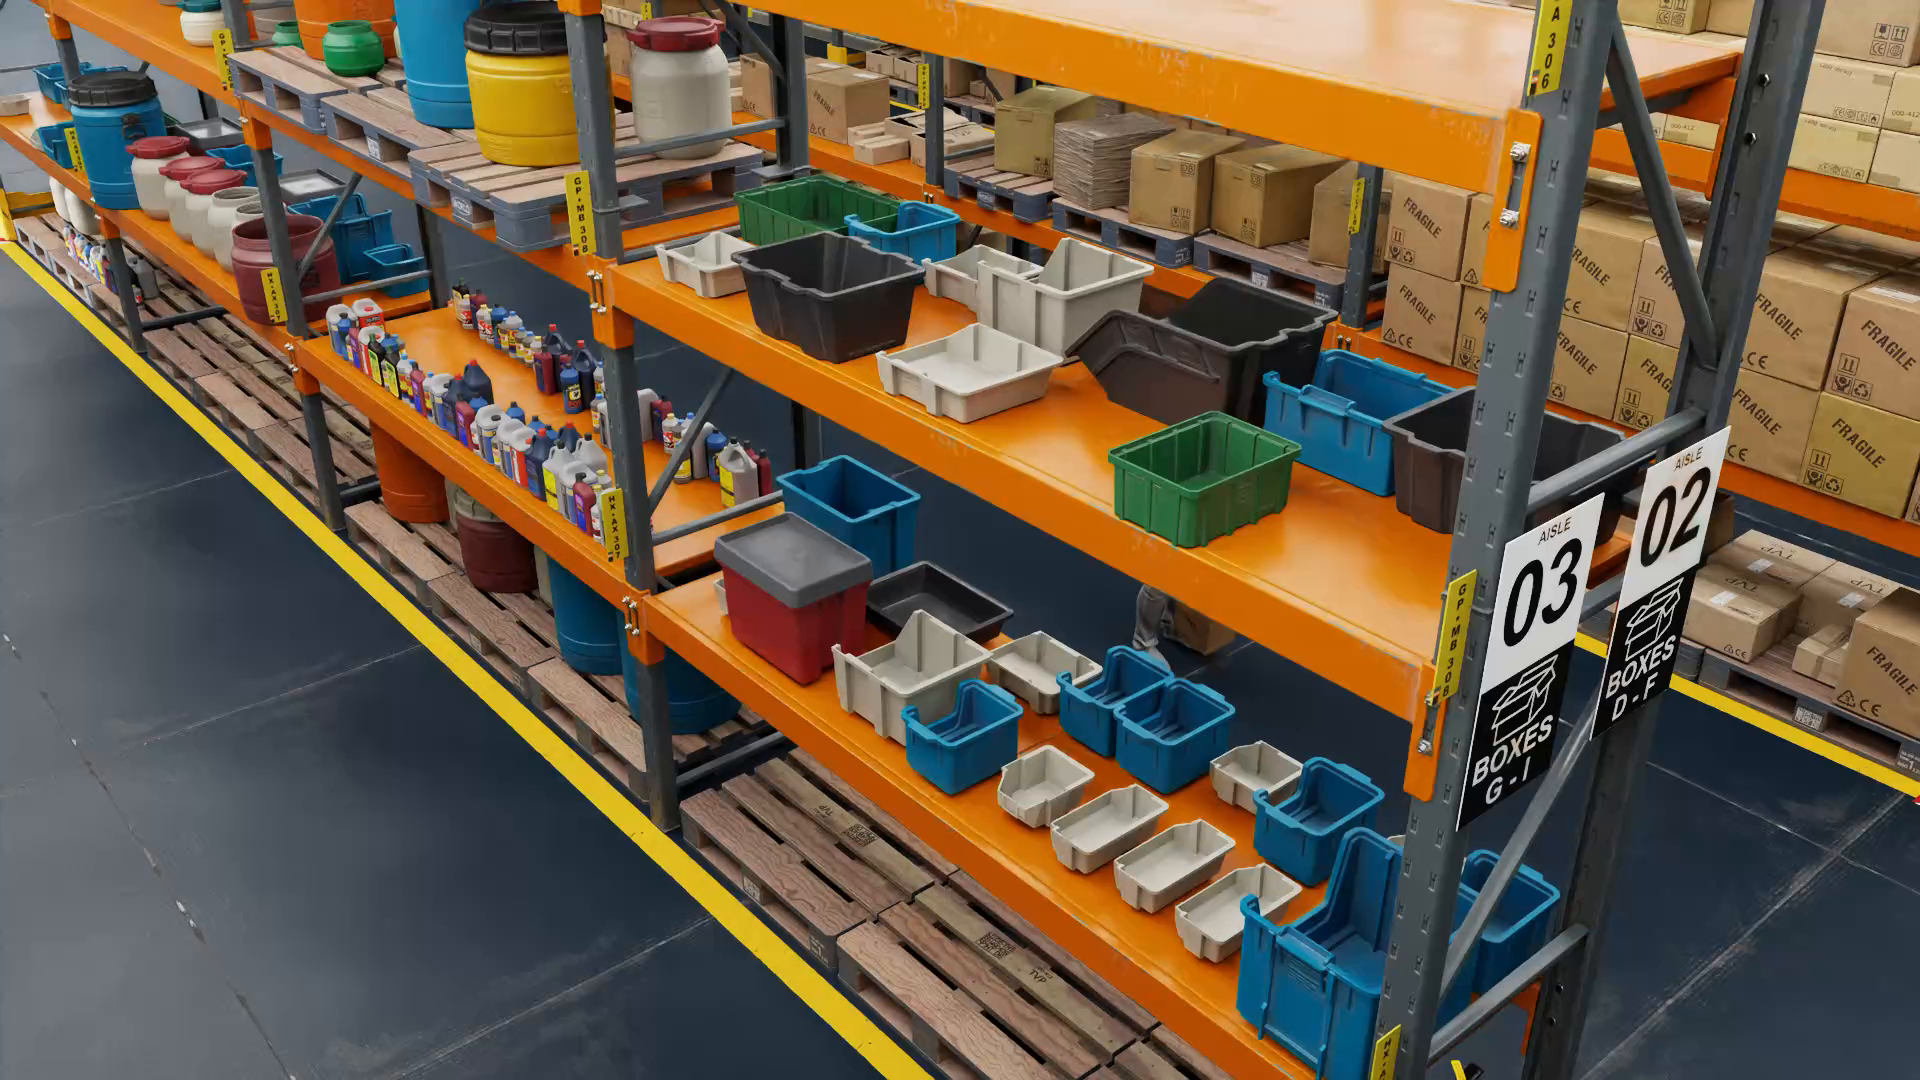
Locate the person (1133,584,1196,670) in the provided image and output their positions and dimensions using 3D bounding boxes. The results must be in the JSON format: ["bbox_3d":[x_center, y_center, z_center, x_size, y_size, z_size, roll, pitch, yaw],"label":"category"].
[{"bbox_3d":[1.175,-0.169,8.921,0.601,1.759,0.439,-23,36,-36],"label":"person"}]
